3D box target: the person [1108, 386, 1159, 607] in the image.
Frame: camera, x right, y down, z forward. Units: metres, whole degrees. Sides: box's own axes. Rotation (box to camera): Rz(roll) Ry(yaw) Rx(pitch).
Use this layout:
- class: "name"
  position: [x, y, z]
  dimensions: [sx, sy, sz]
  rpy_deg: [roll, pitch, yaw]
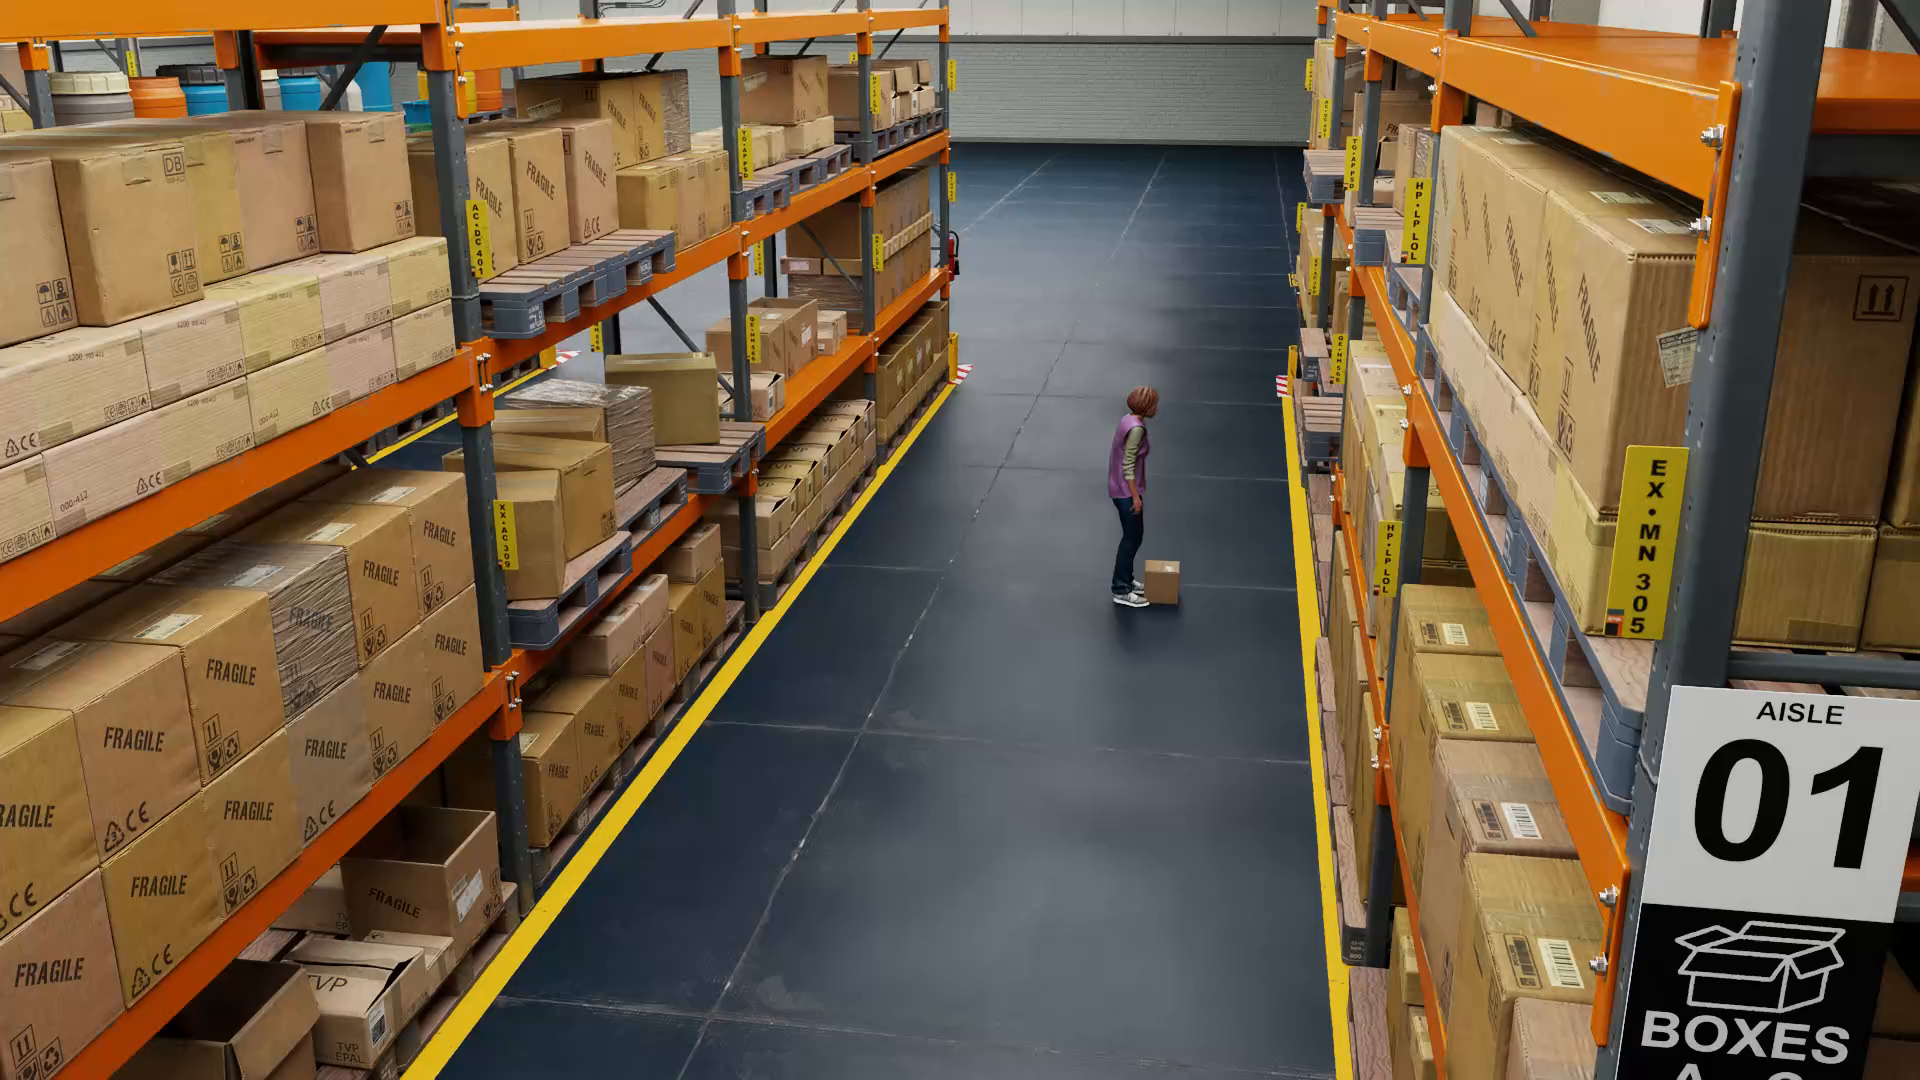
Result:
- class: "person"
  position: [1.248, -0.337, 12.100]
  dimensions: [0.343, 1.593, 0.485]
  rpy_deg: [2, 18, 6]
